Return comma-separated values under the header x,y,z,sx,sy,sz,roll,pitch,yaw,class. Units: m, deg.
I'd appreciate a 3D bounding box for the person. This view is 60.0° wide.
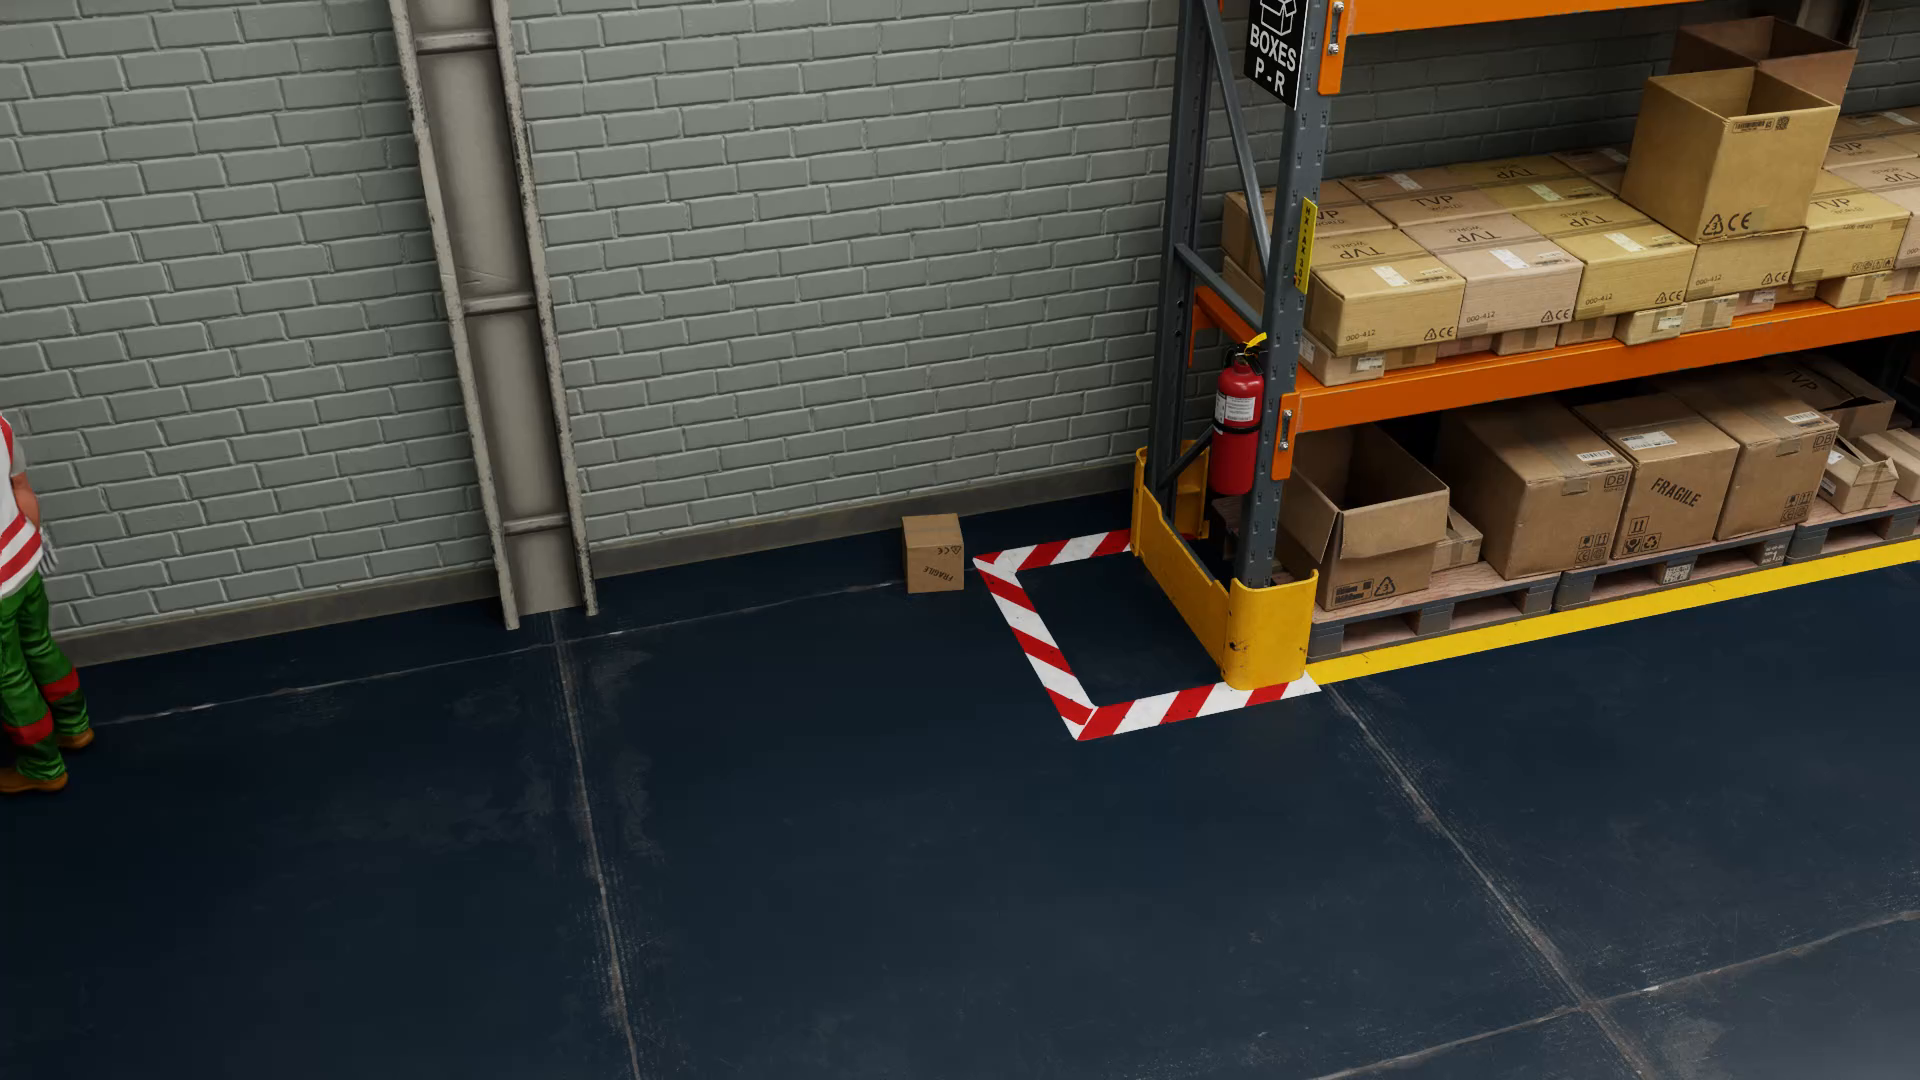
x,y,z,sx,sy,sz,roll,pitch,yaw,class
-3.462,0.148,5.871,0.435,1.827,0.587,2,34,2,person
